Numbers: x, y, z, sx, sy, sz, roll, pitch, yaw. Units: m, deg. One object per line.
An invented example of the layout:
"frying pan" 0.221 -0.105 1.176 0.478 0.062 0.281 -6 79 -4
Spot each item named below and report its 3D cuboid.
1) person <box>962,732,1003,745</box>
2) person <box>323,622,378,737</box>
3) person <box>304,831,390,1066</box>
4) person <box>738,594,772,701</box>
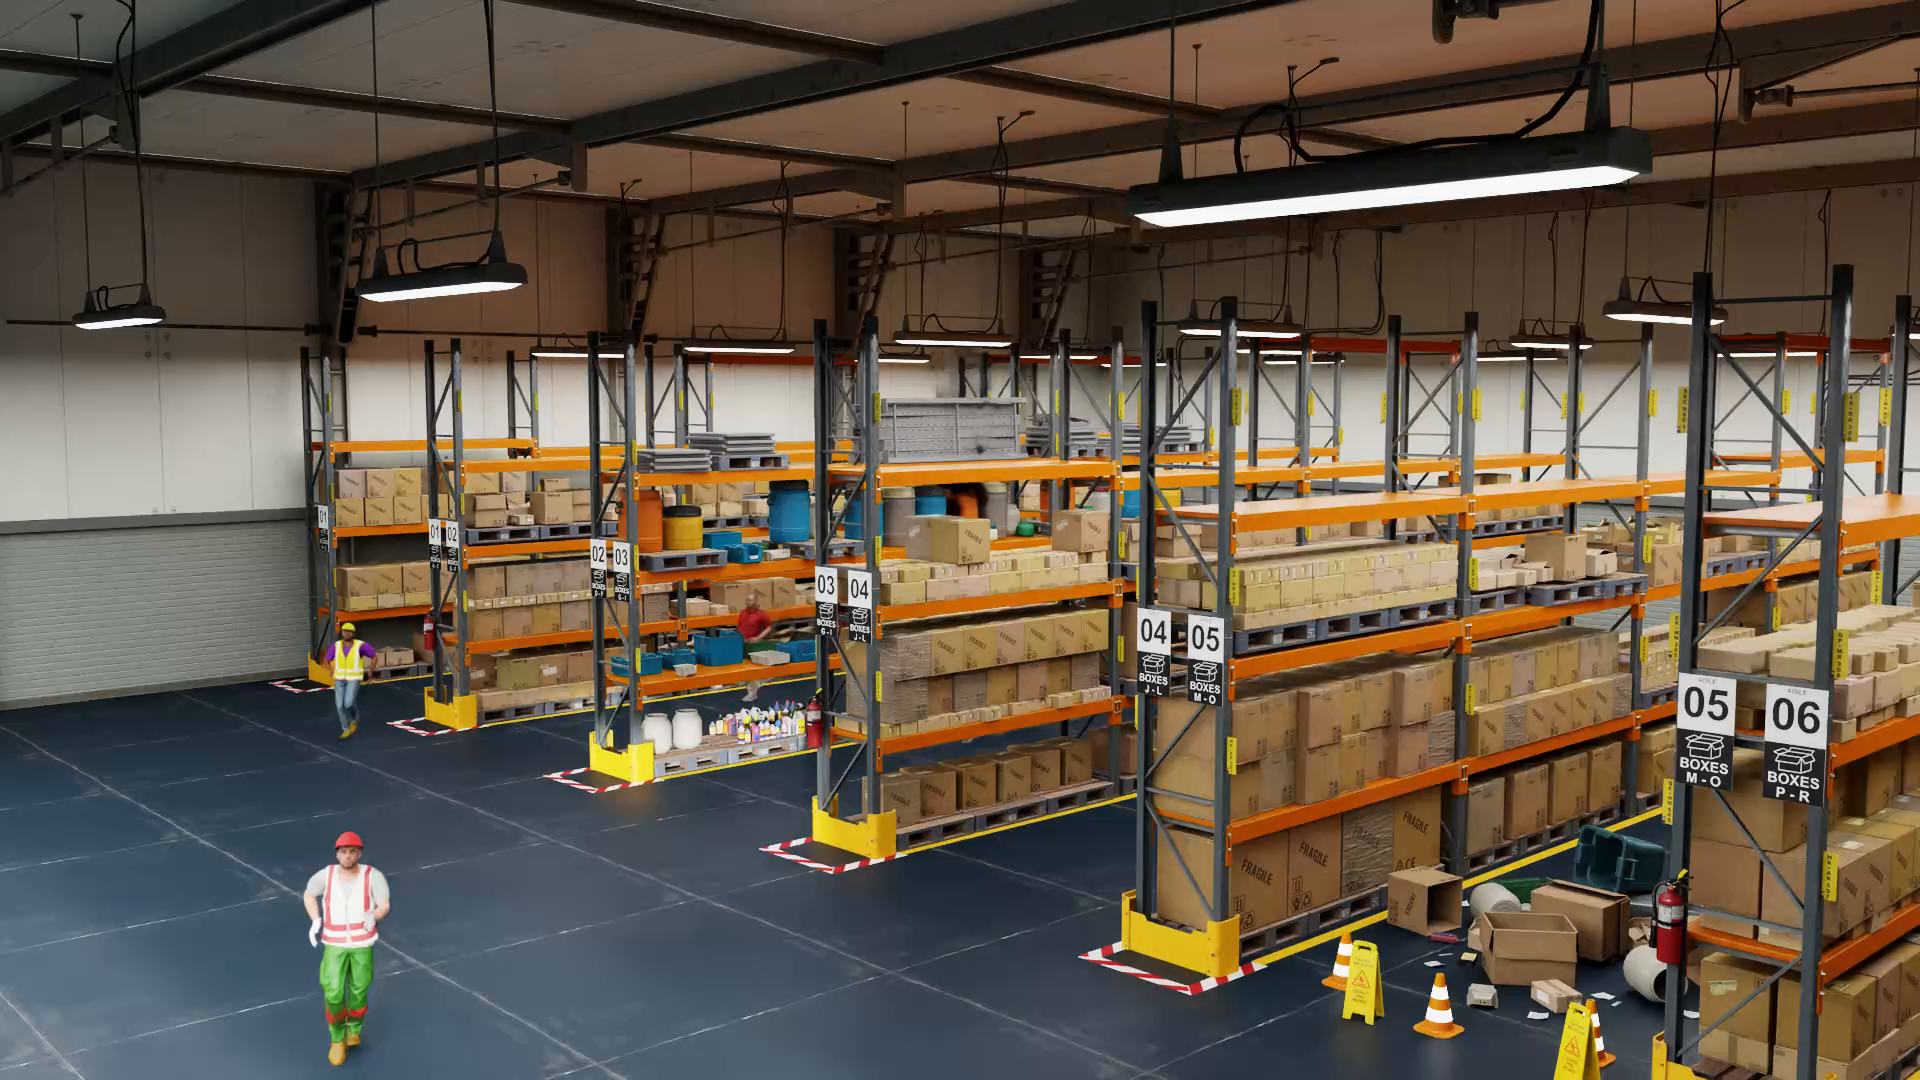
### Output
"person" 0.348 1.961 23.342 0.596 1.742 0.792 4 7 39
"person" -9.189 2.108 24.964 0.747 1.738 0.588 0 5 -2
"person" -4.729 3.152 12.866 0.632 1.804 0.721 -2 5 -20
"person" -3.303 1.704 26.544 0.664 1.694 0.602 3 6 31
